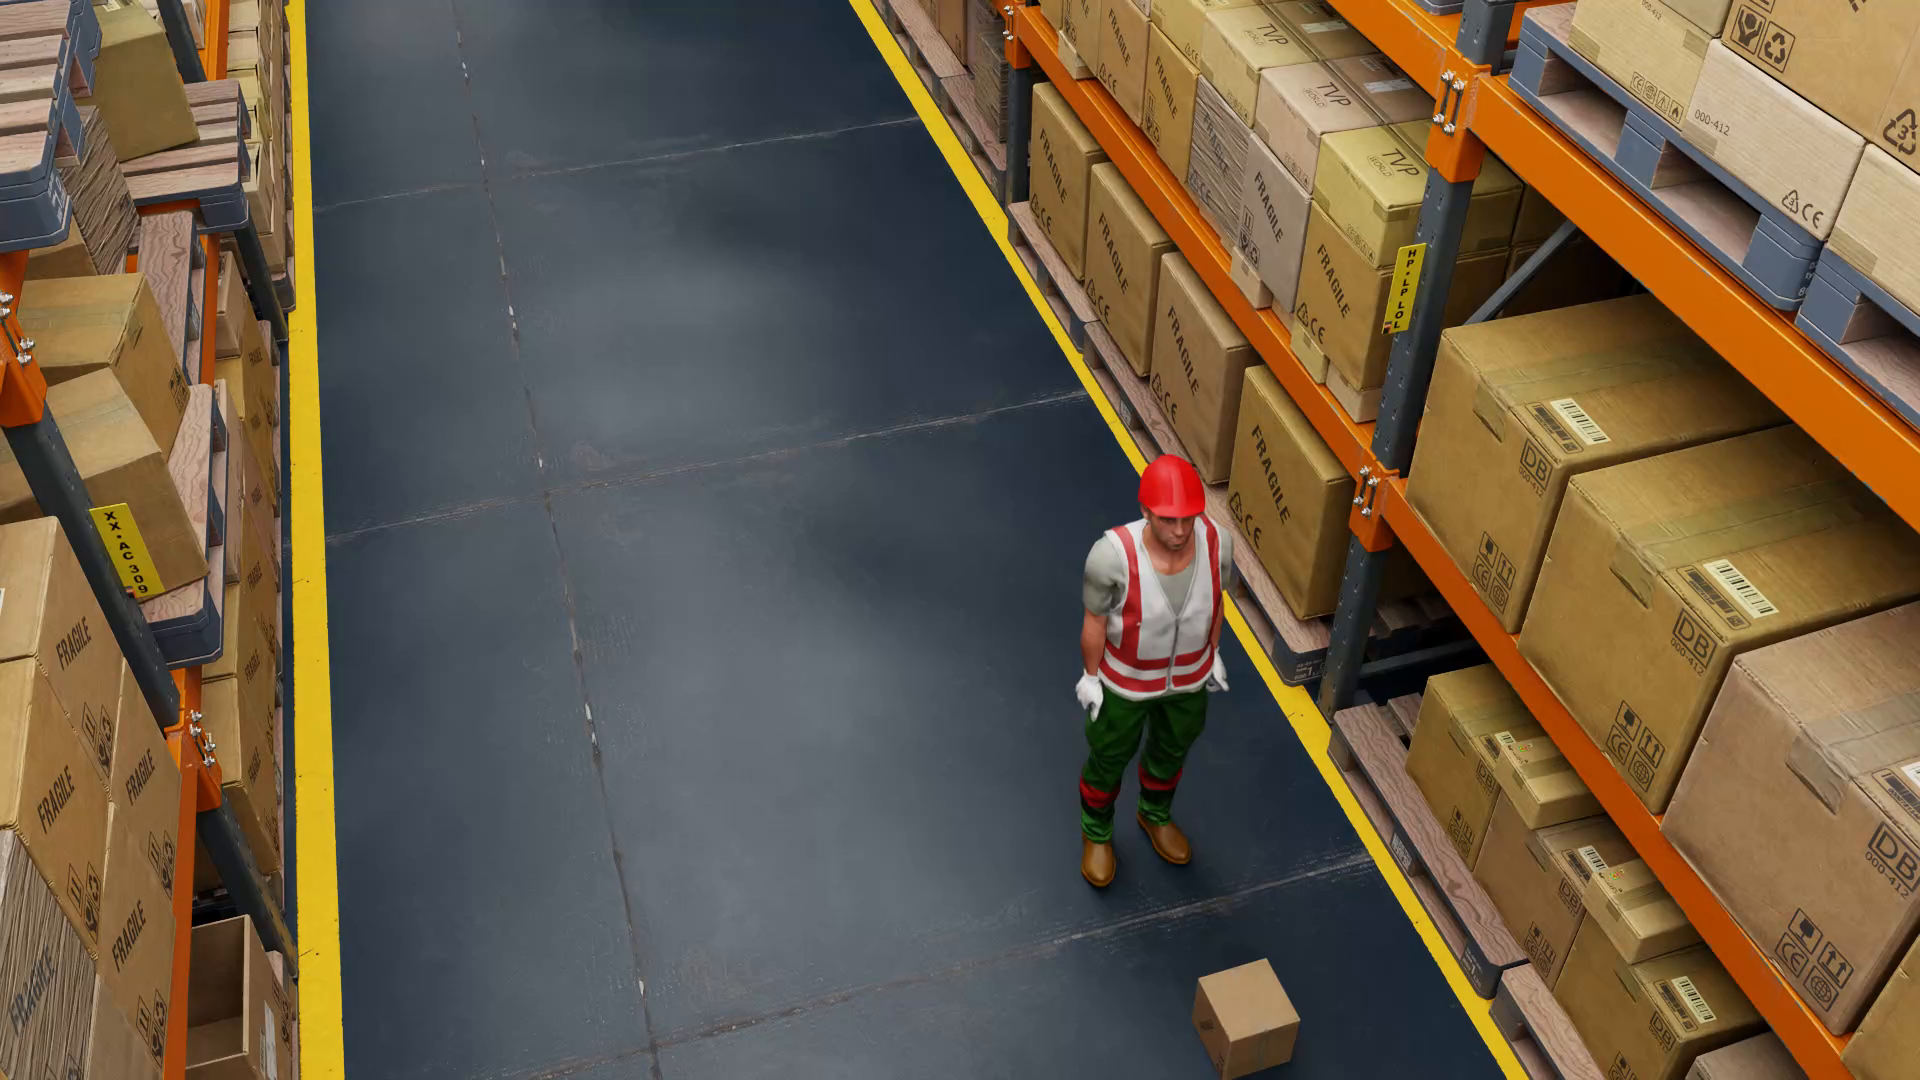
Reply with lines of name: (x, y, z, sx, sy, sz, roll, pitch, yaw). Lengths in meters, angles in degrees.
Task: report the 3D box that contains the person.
person: (0.662, 0.459, 5.626, 0.526, 1.795, 0.364, -11, 43, -12)
